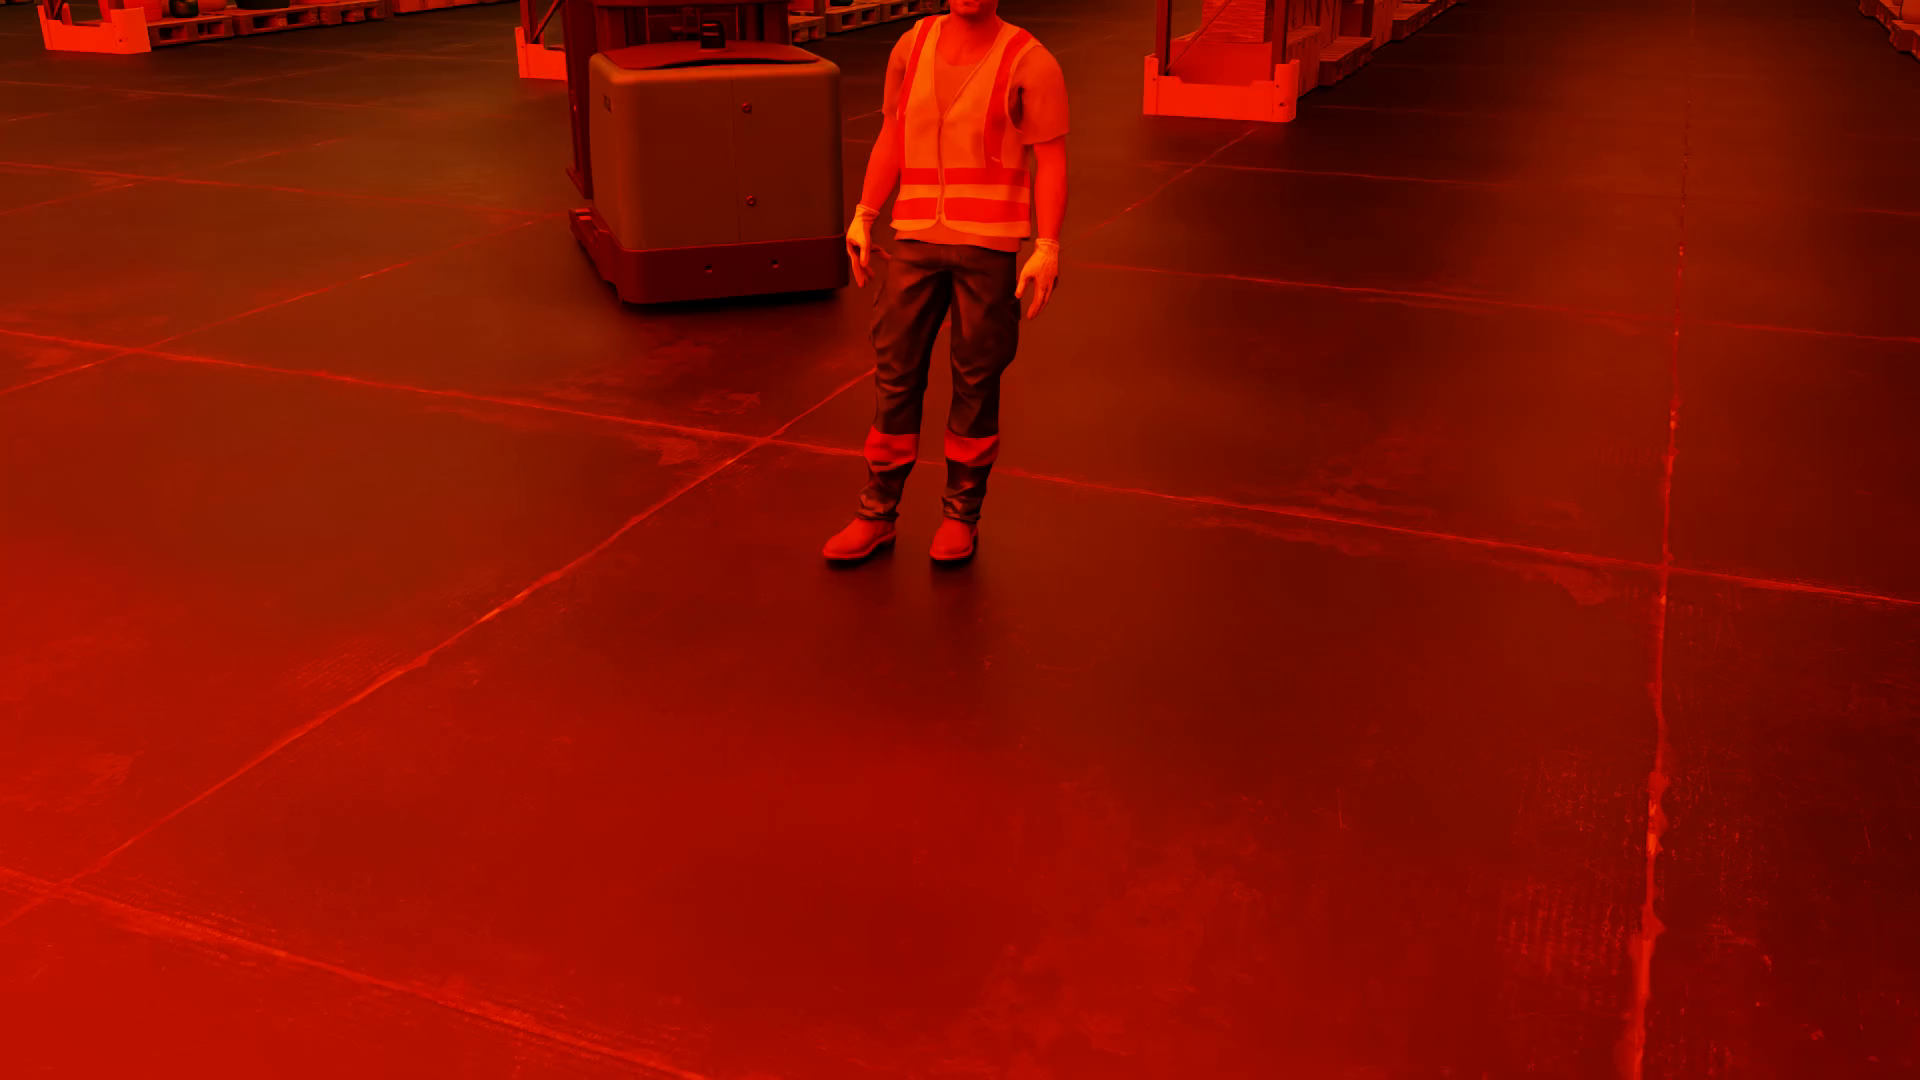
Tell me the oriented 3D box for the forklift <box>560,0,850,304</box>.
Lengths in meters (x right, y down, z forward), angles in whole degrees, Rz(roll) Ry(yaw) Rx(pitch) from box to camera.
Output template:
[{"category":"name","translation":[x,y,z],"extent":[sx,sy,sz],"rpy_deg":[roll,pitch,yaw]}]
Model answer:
[{"category":"forklift","translation":[-1.474,-2.948,8.344],"extent":[1.130,2.935,3.031],"rpy_deg":[-8,24,-17]}]

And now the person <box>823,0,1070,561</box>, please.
[{"category":"person","translation":[-0.042,-0.805,4.680],"extent":[0.637,1.790,0.562],"rpy_deg":[9,24,21]}]
